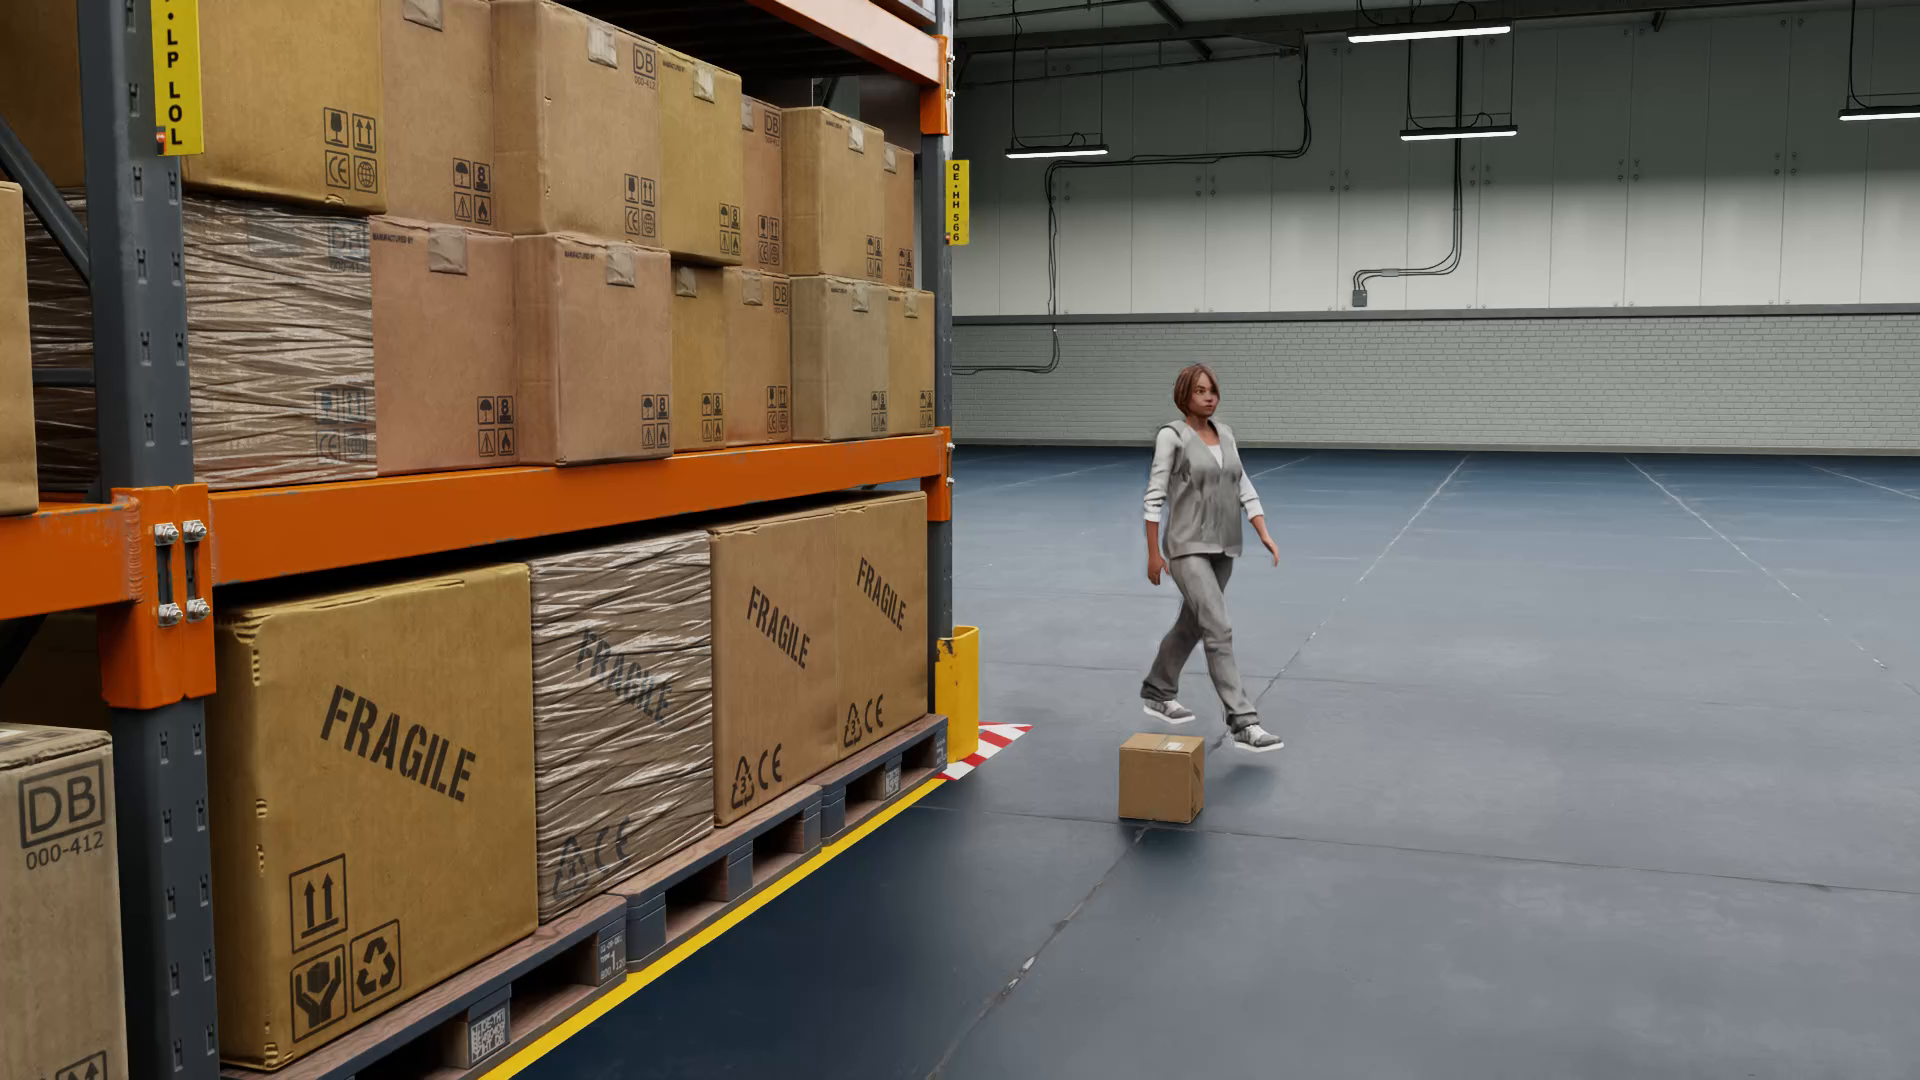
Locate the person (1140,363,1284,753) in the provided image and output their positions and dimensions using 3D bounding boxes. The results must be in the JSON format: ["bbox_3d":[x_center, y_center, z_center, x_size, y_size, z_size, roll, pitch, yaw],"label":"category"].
[{"bbox_3d":[1.033,0.048,6.816,0.417,1.540,0.928,-4,7,-35],"label":"person"}]
